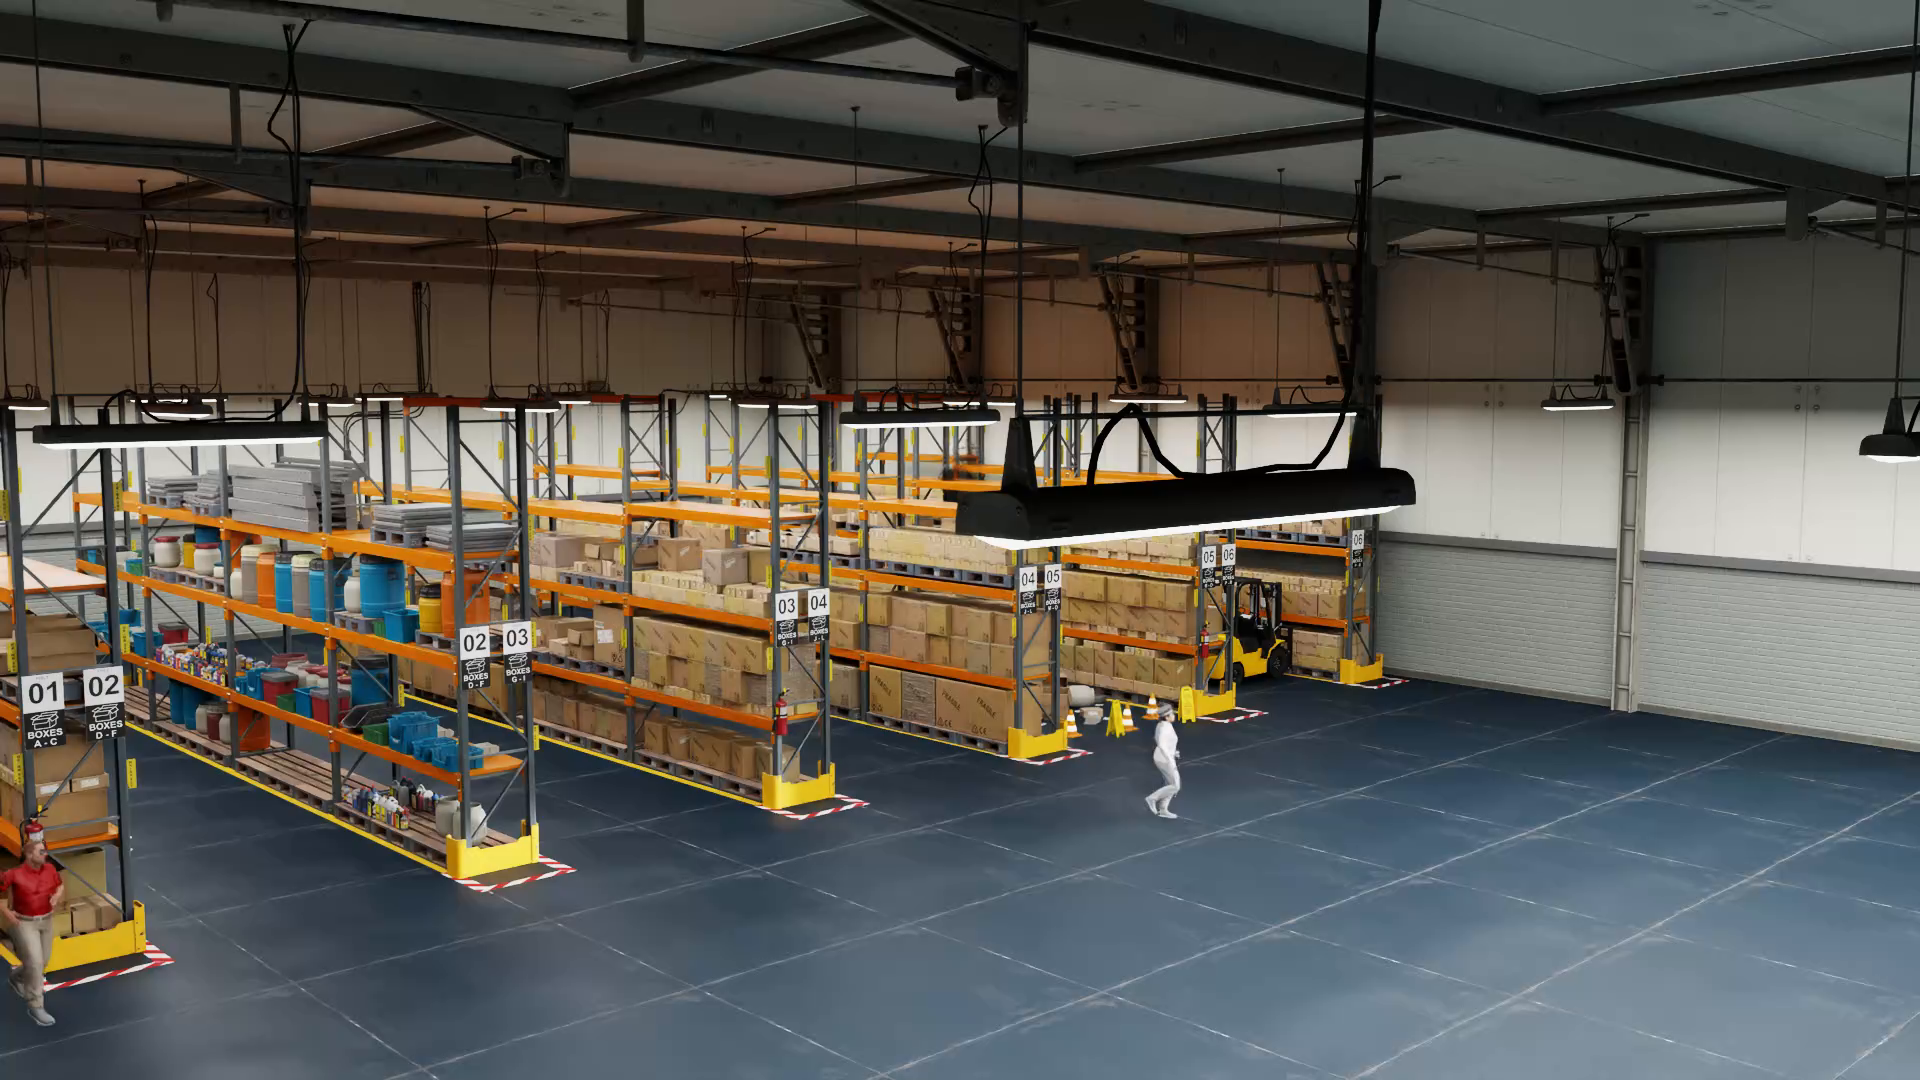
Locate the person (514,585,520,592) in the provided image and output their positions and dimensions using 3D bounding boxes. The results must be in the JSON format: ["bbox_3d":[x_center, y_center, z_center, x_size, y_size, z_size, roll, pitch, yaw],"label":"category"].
[{"bbox_3d":[-9.913,1.833,37.399,0.673,1.758,0.981,-4,7,-37],"label":"person"}]

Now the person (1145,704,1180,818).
[{"bbox_3d":[2.928,3.194,24.026,0.547,1.664,0.638,-1,6,-5],"label":"person"}]

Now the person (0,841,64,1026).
[{"bbox_3d":[-9.268,3.874,16.688,0.964,1.724,0.677,2,6,21],"label":"person"}]
